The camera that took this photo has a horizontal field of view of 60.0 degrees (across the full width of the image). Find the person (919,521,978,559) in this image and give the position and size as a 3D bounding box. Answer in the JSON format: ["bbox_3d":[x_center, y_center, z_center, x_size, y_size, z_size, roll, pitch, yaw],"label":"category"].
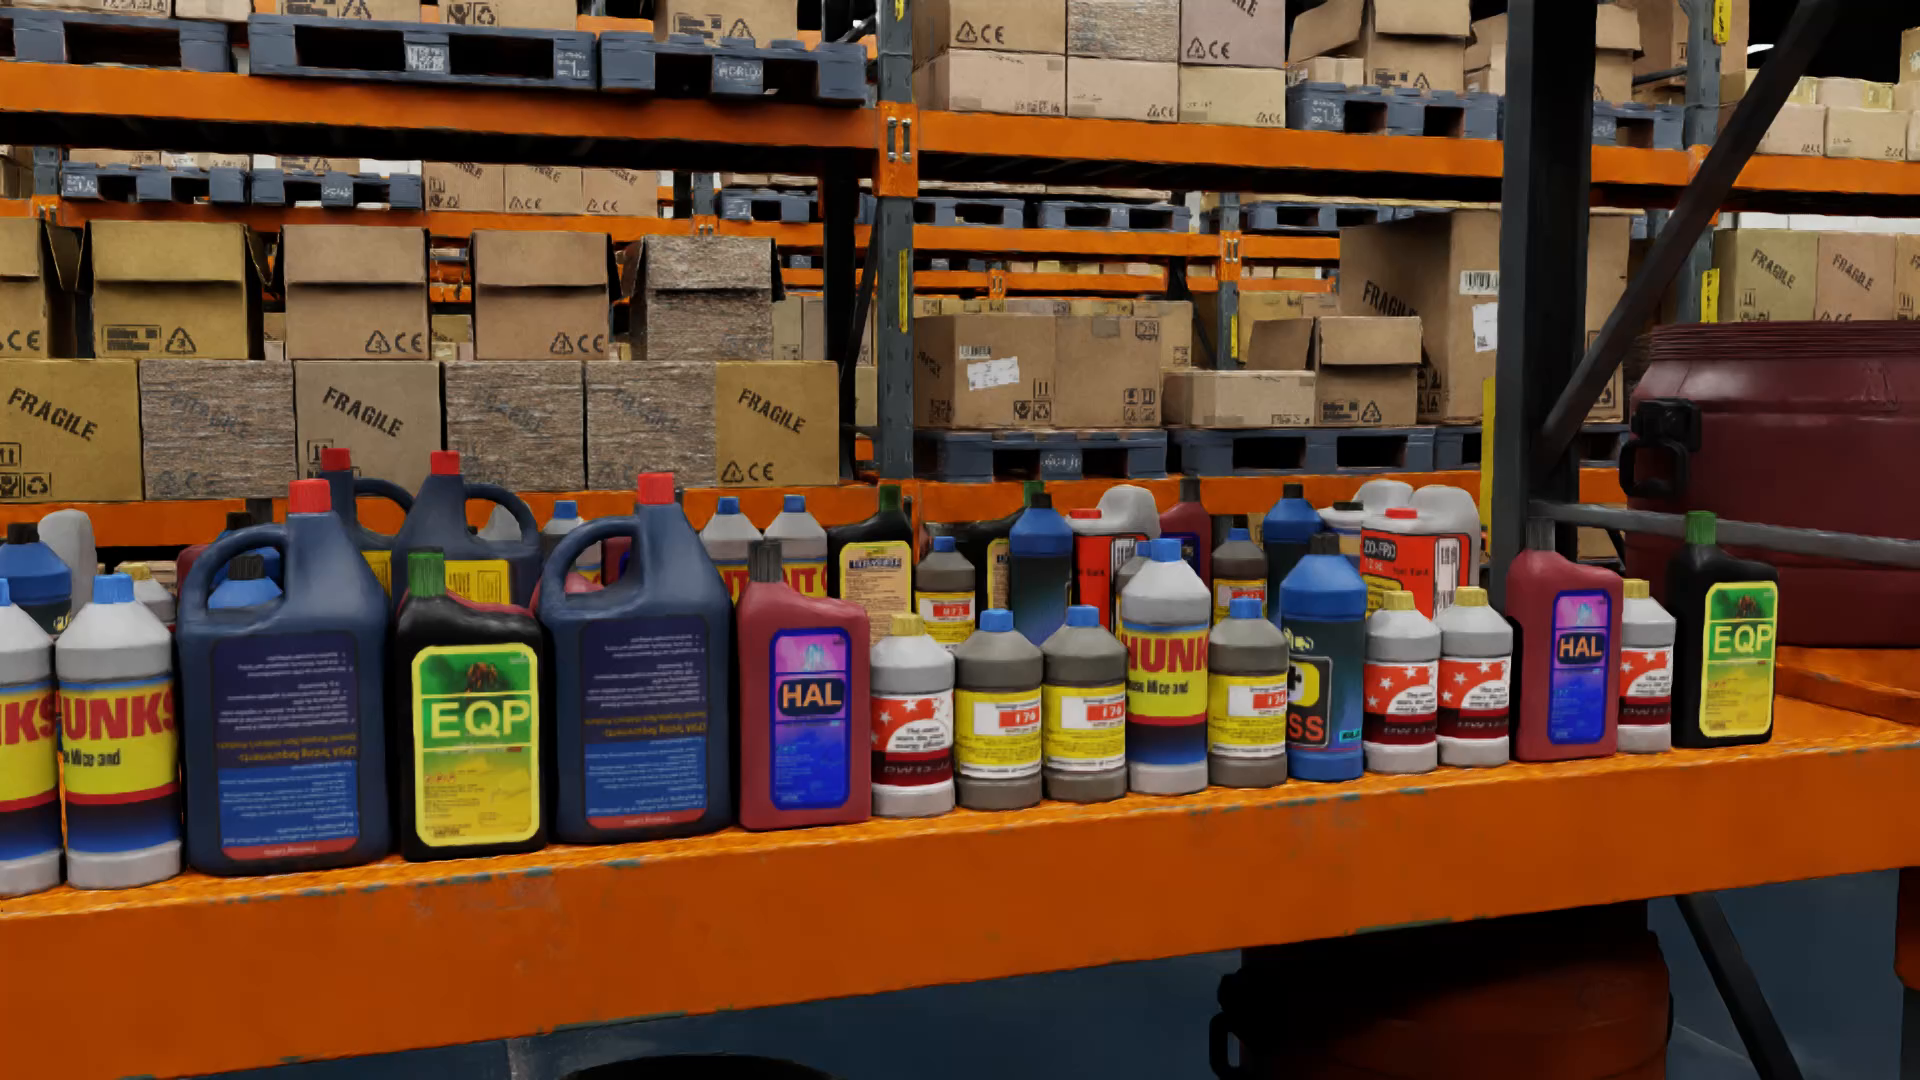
[{"bbox_3d":[0.015,-0.067,9.302,0.580,1.765,0.441,-5,7,-38],"label":"person"}]
